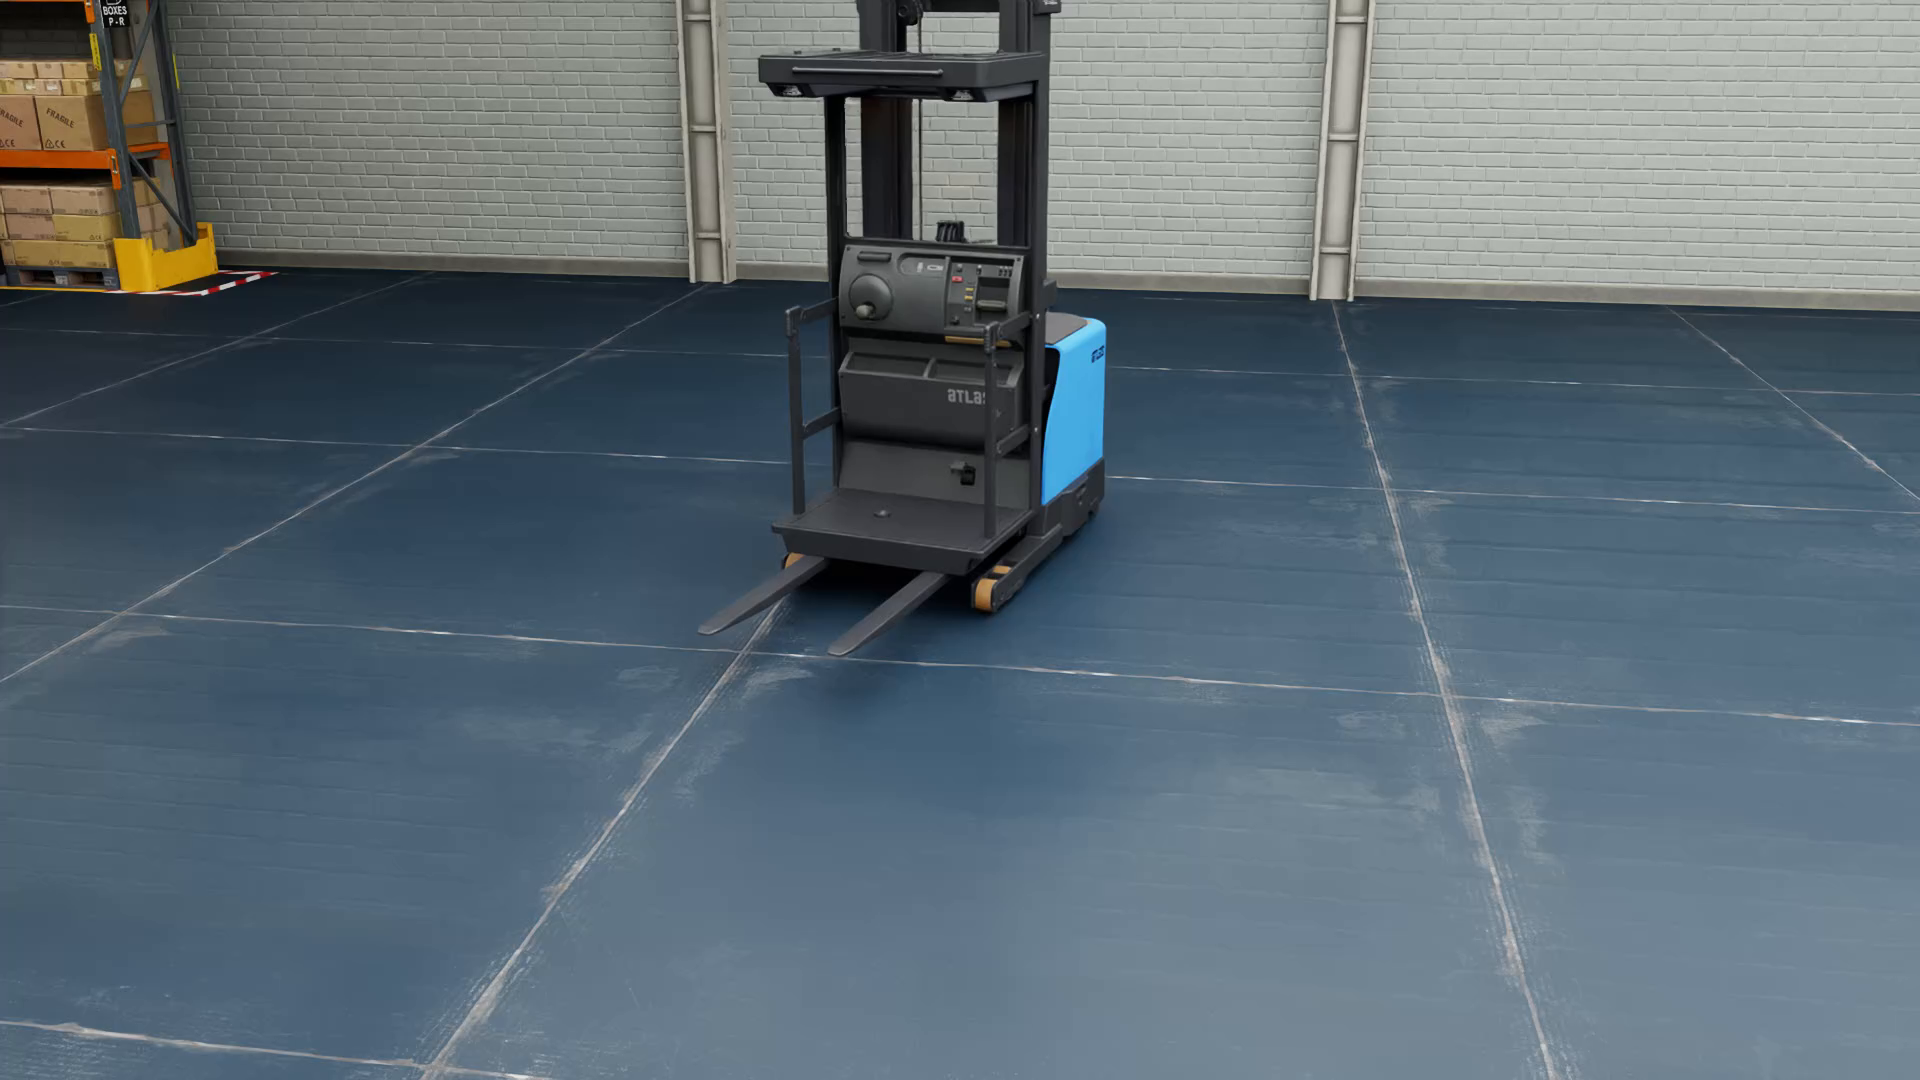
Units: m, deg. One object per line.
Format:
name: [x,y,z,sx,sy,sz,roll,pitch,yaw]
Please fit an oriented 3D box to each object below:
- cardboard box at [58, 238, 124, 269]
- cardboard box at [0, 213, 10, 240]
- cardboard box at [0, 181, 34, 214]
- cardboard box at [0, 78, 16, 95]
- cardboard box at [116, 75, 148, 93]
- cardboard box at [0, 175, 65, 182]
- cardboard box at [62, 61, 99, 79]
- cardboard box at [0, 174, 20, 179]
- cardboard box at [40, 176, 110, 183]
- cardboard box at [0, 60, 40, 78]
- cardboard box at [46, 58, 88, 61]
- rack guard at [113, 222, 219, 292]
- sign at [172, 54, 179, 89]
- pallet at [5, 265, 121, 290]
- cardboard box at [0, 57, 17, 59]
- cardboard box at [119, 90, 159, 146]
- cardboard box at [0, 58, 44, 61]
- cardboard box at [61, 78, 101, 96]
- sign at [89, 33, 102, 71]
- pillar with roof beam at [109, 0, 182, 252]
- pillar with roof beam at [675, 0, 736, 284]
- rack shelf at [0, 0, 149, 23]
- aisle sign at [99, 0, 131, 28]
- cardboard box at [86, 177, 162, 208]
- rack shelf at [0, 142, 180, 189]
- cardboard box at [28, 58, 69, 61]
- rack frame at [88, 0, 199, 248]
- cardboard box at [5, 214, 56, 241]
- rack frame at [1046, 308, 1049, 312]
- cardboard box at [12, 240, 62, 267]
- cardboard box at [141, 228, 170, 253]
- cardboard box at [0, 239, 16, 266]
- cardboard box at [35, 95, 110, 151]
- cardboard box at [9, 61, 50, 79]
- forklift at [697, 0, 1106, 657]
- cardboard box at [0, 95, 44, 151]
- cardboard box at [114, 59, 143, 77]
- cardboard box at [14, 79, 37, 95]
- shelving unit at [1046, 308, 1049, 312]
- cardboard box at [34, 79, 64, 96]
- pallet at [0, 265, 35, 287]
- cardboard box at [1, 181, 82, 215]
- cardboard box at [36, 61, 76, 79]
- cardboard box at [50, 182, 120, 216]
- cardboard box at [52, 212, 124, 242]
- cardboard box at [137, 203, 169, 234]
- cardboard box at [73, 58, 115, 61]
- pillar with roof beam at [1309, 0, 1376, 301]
cardboard box: [-8.339,-2.803,16.123,0.500,0.250,0.500,3,19,9]
cardboard box: [-9.362,-3.090,16.193,0.500,0.250,0.500,2,19,7]
cardboard box: [-9.334,-3.324,16.105,0.500,0.250,0.500,3,19,9]
cardboard box: [-8.959,-4.319,15.805,0.250,0.149,0.380,3,19,8]
cardboard box: [-8.119,-4.436,16.154,0.250,0.149,0.380,2,19,7]
cardboard box: [-9.256,-3.488,16.596,0.500,0.250,0.500,3,19,8]
cardboard box: [-8.212,-4.431,15.669,0.250,0.149,0.380,3,19,9]
cardboard box: [-9.761,-3.516,16.680,0.500,0.250,0.500,3,19,8]
cardboard box: [-8.764,-3.460,16.511,0.500,0.250,0.500,3,19,9]
cardboard box: [-8.958,-4.474,15.798,0.250,0.149,0.380,3,19,9]
cardboard box: [-8.639,-4.595,16.161,0.250,0.149,0.380,3,19,10]
rack guard: [-7.802,-2.796,16.372,0.348,0.500,1.175,3,19,9]
sign: [-7.731,-4.604,16.347,0.005,0.325,0.100,3,19,9]
pallet: [-8.587,-2.686,16.497,1.213,0.211,1.003,3,19,9]
cardboard box: [-9.389,-4.662,16.360,0.250,0.149,0.380,2,19,7]
cardboard box: [-8.270,-4.142,16.297,0.500,0.500,0.500,4,19,10]
cardboard box: [-9.145,-4.618,16.228,0.250,0.149,0.380,4,19,10]
cardboard box: [-8.212,-4.267,15.650,0.250,0.149,0.380,3,19,9]
sign: [-7.925,-4.475,15.251,0.005,0.325,0.100,3,19,9]
pillar with roof beam: [-9.053,-5.796,11.945,0.400,9.000,9.100,3,19,9]
pillar with roof beam: [-3.129,-5.494,11.042,0.400,9.000,9.100,3,19,9]
rack shelf: [-9.800,-5.165,15.918,4.000,0.370,1.077,3,19,9]
aisle sign: [-7.807,-5.120,15.281,0.004,0.787,0.394,3,19,9]
cardboard box: [-8.270,-3.435,16.439,0.500,0.250,0.500,3,19,8]
rack shelf: [-9.800,-3.742,16.394,4.000,0.370,1.077,3,19,9]
cardboard box: [-8.881,-4.612,16.212,0.250,0.149,0.380,3,19,9]
rack frame: [-7.825,-3.983,15.979,0.127,3.000,1.000,3,19,9]
cardboard box: [-8.849,-3.070,16.135,0.500,0.250,0.500,3,19,8]
rack frame: [0.453,-0.858,9.476,0.015,1.200,0.240,7,20,20]
cardboard box: [-8.829,-2.831,16.207,0.500,0.250,0.500,3,19,9]
cardboard box: [-8.279,-2.964,16.605,0.500,0.250,0.500,3,19,9]
cardboard box: [-9.321,-2.859,16.291,0.500,0.250,0.500,3,19,9]
cardboard box: [-8.353,-3.973,15.791,0.500,0.500,0.500,3,19,7]
cardboard box: [-8.724,-4.438,15.691,0.250,0.149,0.380,3,19,10]
forklift: [-0.221,-1.197,7.761,1.130,2.935,3.031,7,20,21]
cardboard box: [-8.864,-4.002,15.878,0.500,0.500,0.500,4,19,10]
cardboard box: [-8.123,-4.563,16.063,0.250,0.149,0.380,3,19,8]
cardboard box: [-8.716,-4.303,15.757,0.250,0.149,0.380,3,19,10]
shelving unit: [0.226,-0.886,9.561,0.503,1.200,0.258,7,20,20]
cardboard box: [-8.469,-4.271,15.660,0.250,0.149,0.380,3,19,10]
pallet: [-9.788,-2.748,16.683,1.213,0.211,1.003,3,19,9]
cardboard box: [-8.835,-3.301,16.038,0.500,0.250,0.500,3,19,10]
cardboard box: [-8.461,-4.433,15.677,0.250,0.149,0.380,3,19,9]
cardboard box: [-8.330,-3.277,15.967,0.500,0.250,0.500,4,19,10]
cardboard box: [-8.356,-3.041,16.050,0.500,0.250,0.500,3,19,8]
cardboard box: [-8.257,-3.204,16.534,0.500,0.250,0.500,3,19,10]
cardboard box: [-8.376,-4.596,16.162,0.250,0.149,0.380,4,19,11]
pillar with roof beam: [2.795,-5.192,10.140,0.400,9.000,9.100,3,19,9]
